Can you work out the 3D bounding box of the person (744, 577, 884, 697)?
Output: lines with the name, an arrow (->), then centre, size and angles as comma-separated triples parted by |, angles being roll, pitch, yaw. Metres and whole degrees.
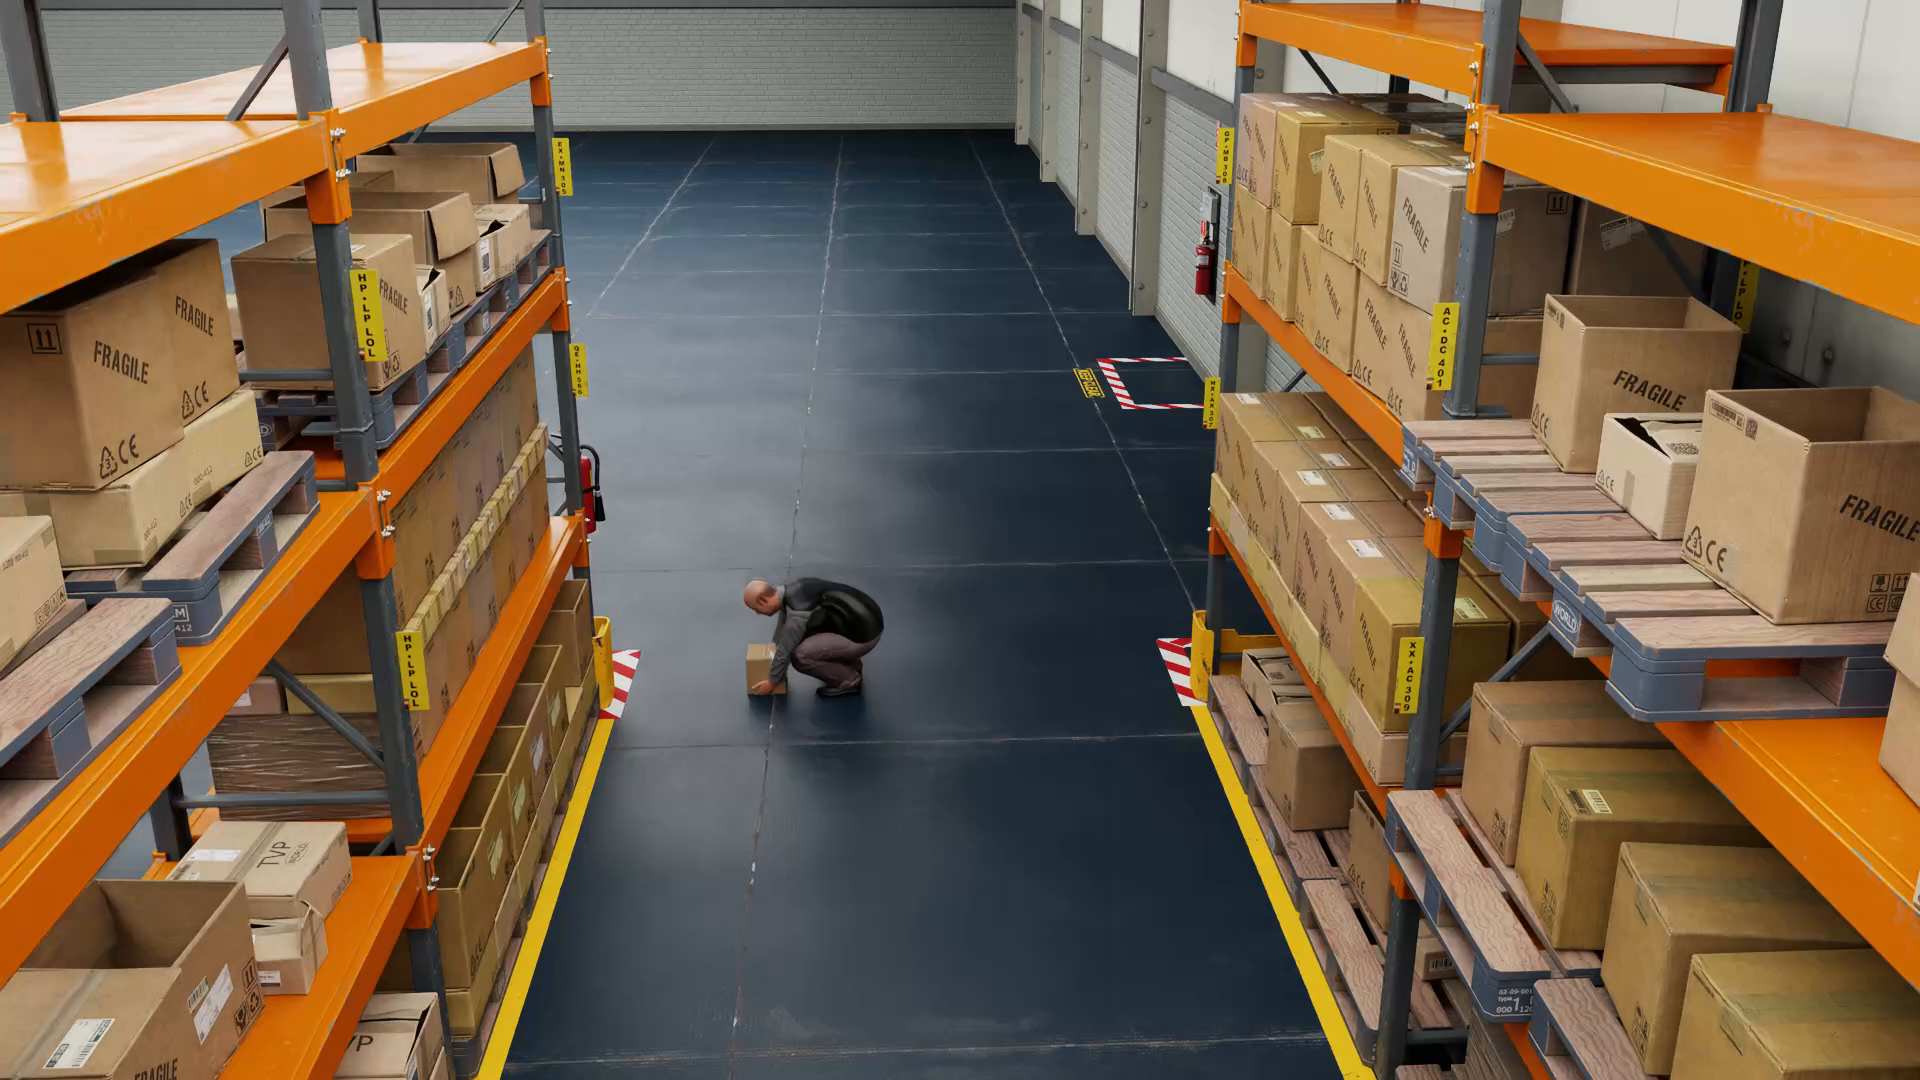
person -> -0.946, 0.629, 10.865 | 0.898, 0.825, 0.528 | -1, 20, -3
